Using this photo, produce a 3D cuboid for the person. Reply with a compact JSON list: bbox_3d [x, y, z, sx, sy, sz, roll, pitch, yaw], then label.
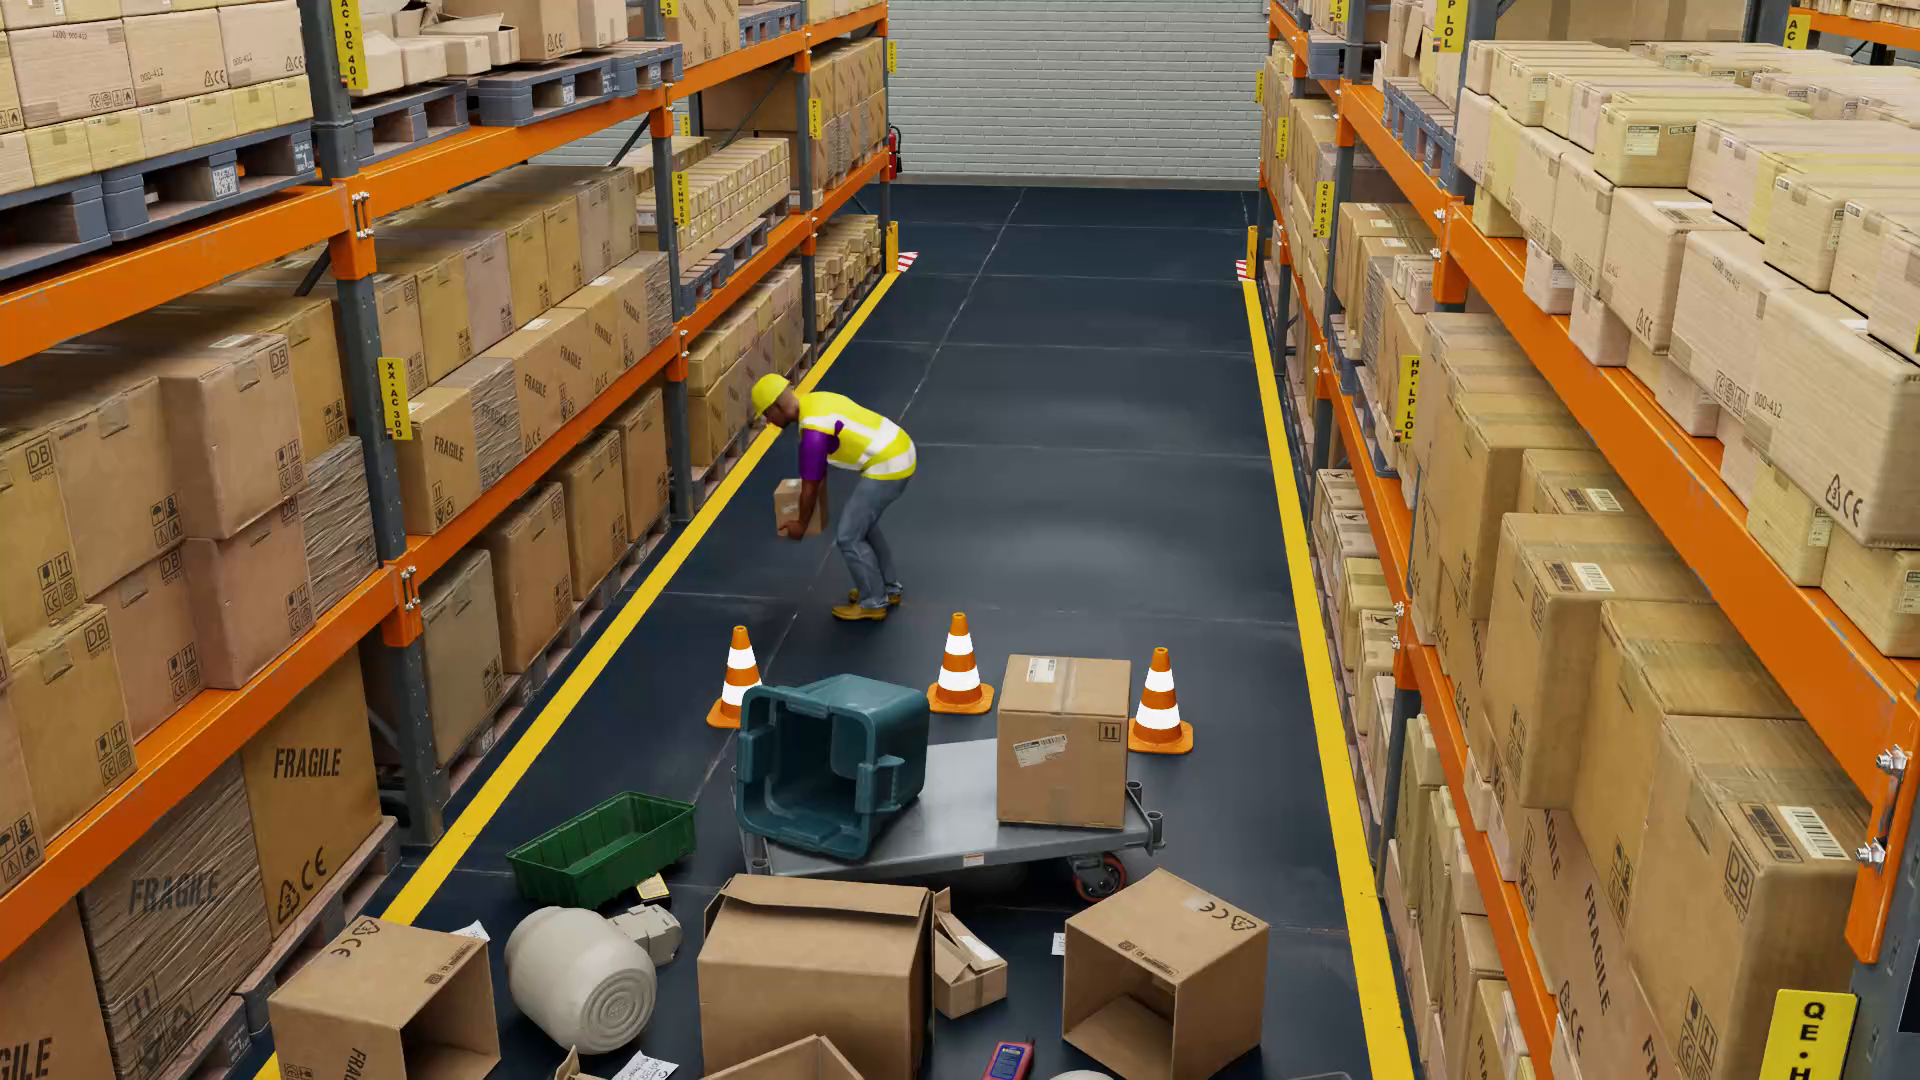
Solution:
[{"bbox_3d":[-0.690,-0.245,9.226,0.897,1.376,0.490,2,21,5],"label":"person"}]
